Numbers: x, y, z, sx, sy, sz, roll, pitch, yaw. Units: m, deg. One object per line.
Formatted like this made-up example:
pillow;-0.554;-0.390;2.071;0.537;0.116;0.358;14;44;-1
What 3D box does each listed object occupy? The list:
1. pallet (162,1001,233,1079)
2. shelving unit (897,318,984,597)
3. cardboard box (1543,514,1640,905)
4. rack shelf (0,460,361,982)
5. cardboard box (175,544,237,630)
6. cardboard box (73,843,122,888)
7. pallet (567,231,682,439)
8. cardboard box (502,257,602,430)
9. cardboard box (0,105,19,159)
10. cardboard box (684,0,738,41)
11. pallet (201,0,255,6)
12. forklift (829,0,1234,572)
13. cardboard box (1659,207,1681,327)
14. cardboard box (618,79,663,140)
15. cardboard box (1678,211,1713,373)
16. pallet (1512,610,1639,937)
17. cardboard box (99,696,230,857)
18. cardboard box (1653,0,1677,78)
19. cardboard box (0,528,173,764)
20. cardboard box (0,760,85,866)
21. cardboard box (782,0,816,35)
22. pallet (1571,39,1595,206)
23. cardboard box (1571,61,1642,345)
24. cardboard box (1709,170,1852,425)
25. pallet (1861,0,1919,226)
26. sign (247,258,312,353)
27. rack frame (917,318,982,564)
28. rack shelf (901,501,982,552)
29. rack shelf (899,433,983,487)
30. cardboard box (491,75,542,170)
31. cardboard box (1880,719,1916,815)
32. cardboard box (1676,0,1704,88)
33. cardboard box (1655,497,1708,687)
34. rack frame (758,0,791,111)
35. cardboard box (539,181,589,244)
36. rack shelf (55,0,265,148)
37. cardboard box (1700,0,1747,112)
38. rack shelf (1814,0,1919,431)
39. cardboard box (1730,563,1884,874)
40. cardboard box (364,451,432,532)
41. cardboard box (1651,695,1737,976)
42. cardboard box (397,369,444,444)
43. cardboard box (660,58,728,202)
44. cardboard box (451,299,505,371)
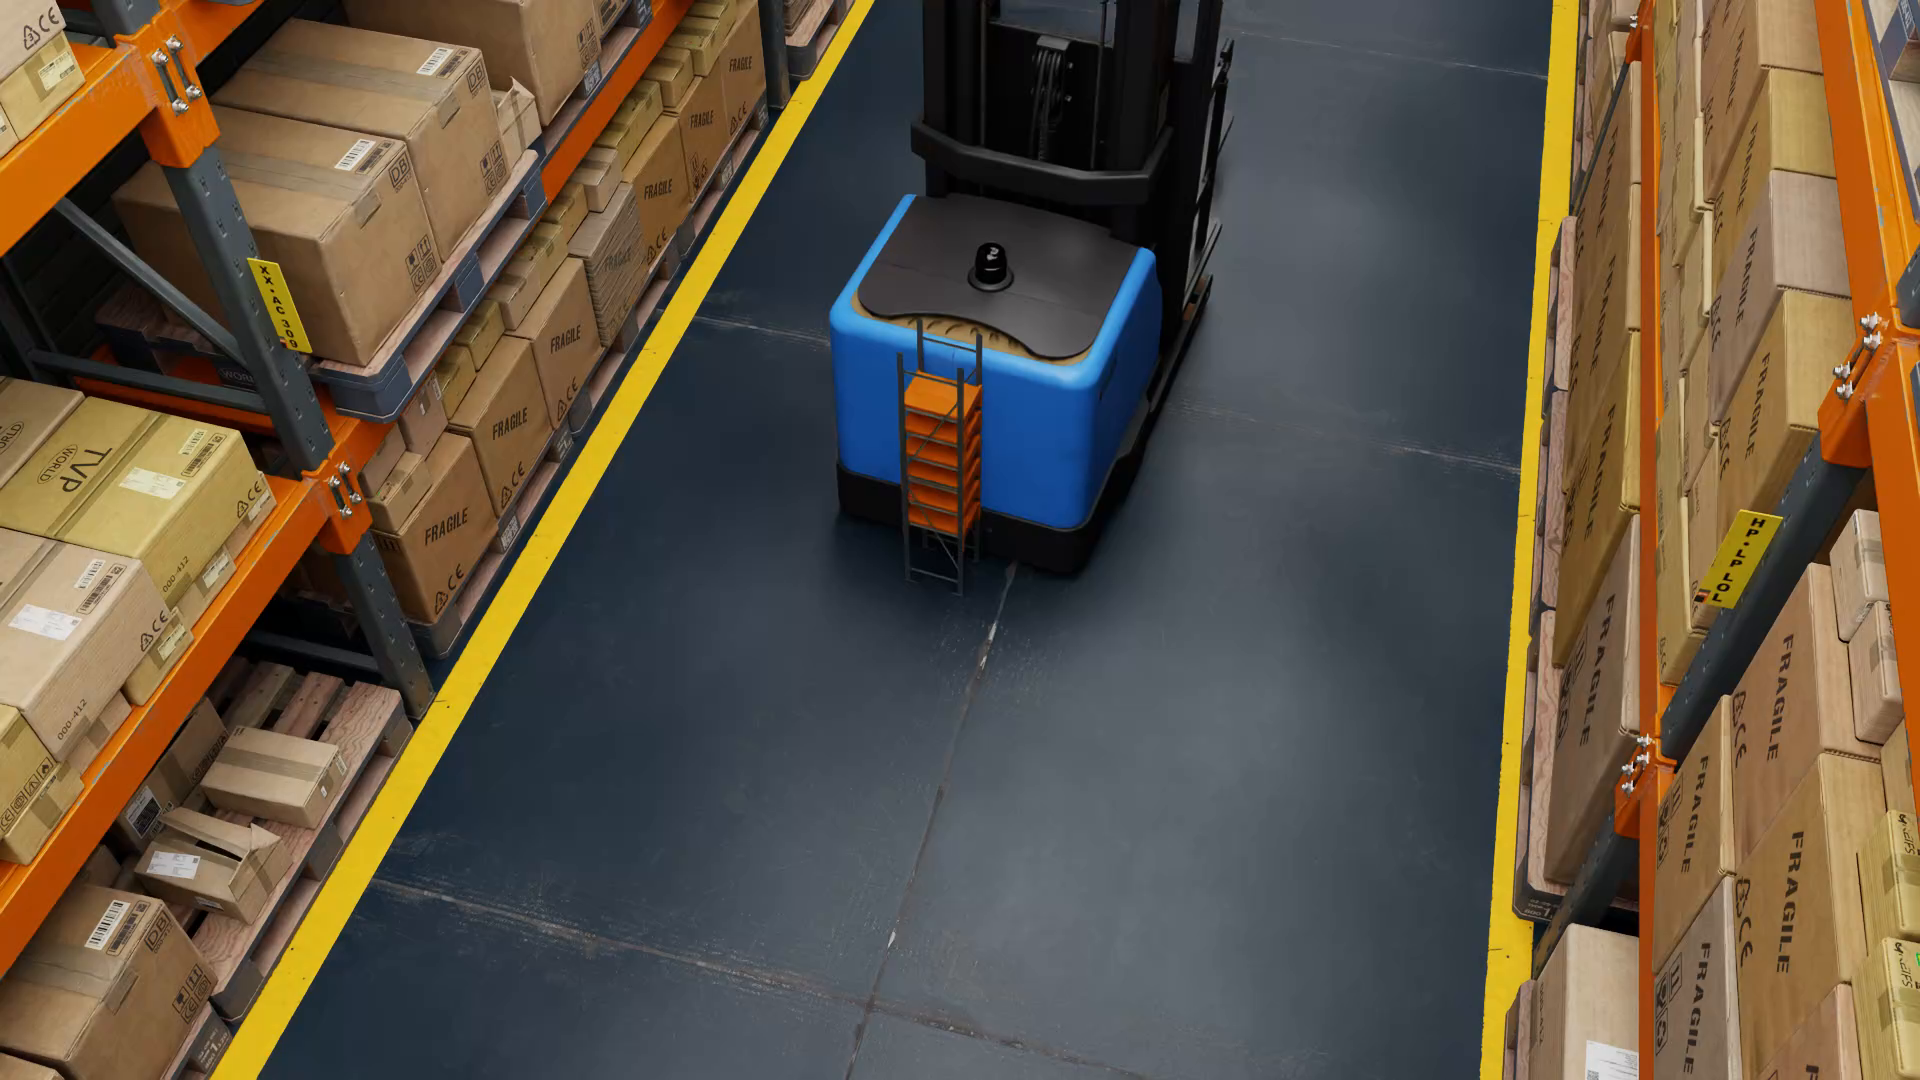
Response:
pallet;-2.937;1.834;4.910;1.003;0.211;1.213;12;50;10
shelving unit;-0.069;-0.272;6.108;0.258;1.200;0.189;16;50;13
cardboard box;2.439;0.606;5.270;0.875;0.875;0.875;13;50;11
rack shelf;-2.963;1.214;4.077;1.077;0.370;4.000;12;50;10
cardboard box;-2.324;0.086;4.760;0.380;0.149;0.250;13;50;11
cardboard box;-2.952;1.079;5.338;0.380;0.149;0.250;11;49;10
pallet;-1.940;-1.029;7.436;1.003;0.211;1.213;12;50;10
cardboard box;-1.826;-0.835;6.792;0.500;0.500;0.500;10;49;9
cardboard box;-2.314;-0.885;3.616;0.380;0.149;0.250;11;50;10
cardboard box;-1.269;-2.483;7.814;0.380;0.149;0.250;9;49;8
pallet;-2.197;-1.859;4.433;1.213;0.211;1.003;12;50;10
forklift;0.504;-1.975;6.457;1.130;2.935;3.031;16;50;13
cardboard box;2.646;-0.922;5.582;0.500;0.250;0.500;12;50;10
cardboard box;-1.536;-1.916;7.314;0.380;0.149;0.250;13;50;11
cardboard box;2.490;-0.715;5.066;0.500;0.250;0.500;13;50;11
pallet;2.484;0.856;5.773;1.003;0.211;1.213;12;50;10
cardboard box;-2.838;0.711;5.554;0.500;0.311;0.500;13;50;11
cardboard box;3.034;-2.033;6.563;0.500;0.250;0.500;11;49;9
cardboard box;-2.453;0.262;4.338;0.500;0.250;0.500;12;50;10
cardboard box;-2.505;0.653;4.259;0.380;0.149;0.250;11;49;9
cardboard box;-1.206;-3.166;8.766;0.875;0.625;0.625;13;50;11
pallet;3.613;-2.029;8.319;1.003;0.211;1.213;12;50;10
cardboard box;3.144;-1.340;6.988;0.875;0.875;0.875;11;50;10
cardboard box;2.358;-0.606;4.470;0.500;0.500;0.500;12;50;11
pallet;2.547;-1.096;3.762;0.805;0.209;1.217;10;49;9
sign;-1.911;-0.656;4.669;0.100;0.325;0.005;12;50;10
rack frame;-0.037;-0.336;6.165;0.240;1.200;0.006;16;50;13
rack shelf;-0.069;-0.084;6.322;0.258;0.103;0.180;16;50;13
rack shelf;-0.069;-0.322;6.052;0.258;0.103;0.180;16;50;13
cardboard box;-1.701;-1.494;5.797;0.396;0.266;0.258;14;50;12
cardboard box;1.941;0.487;3.073;0.380;0.149;0.250;11;49;10
cardboard box;2.897;-1.811;6.034;0.500;0.250;0.500;13;50;11
cardboard box;2.228;0.182;4.608;0.500;0.250;0.500;10;49;9
rack frame;-1.384;-3.364;7.637;1.000;3.000;0.127;12;50;10
cardboard box;-1.759;-1.362;6.825;0.380;0.149;0.250;12;50;10
rack shelf;-1.910;-2.672;5.505;1.077;0.370;4.000;12;50;10
cardboard box;2.768;-1.711;5.444;0.500;0.500;0.500;13;50;11
rack shelf;2.880;-1.695;4.643;1.077;0.370;4.000;12;50;10
cardboard box;1.994;0.439;3.547;0.500;0.500;0.500;12;50;10
cardboard box;-2.085;-0.204;5.803;0.380;0.149;0.250;14;50;12
cardboard box;1.977;0.761;3.930;0.500;0.500;0.500;13;50;11
cardboard box;-2.063;-0.500;5.865;0.380;0.149;0.250;9;49;8
cardboard box;-1.429;-1.967;7.792;0.500;0.500;0.500;11;49;9
cardboard box;-1.971;-0.808;6.336;0.380;0.149;0.250;11;49;9
